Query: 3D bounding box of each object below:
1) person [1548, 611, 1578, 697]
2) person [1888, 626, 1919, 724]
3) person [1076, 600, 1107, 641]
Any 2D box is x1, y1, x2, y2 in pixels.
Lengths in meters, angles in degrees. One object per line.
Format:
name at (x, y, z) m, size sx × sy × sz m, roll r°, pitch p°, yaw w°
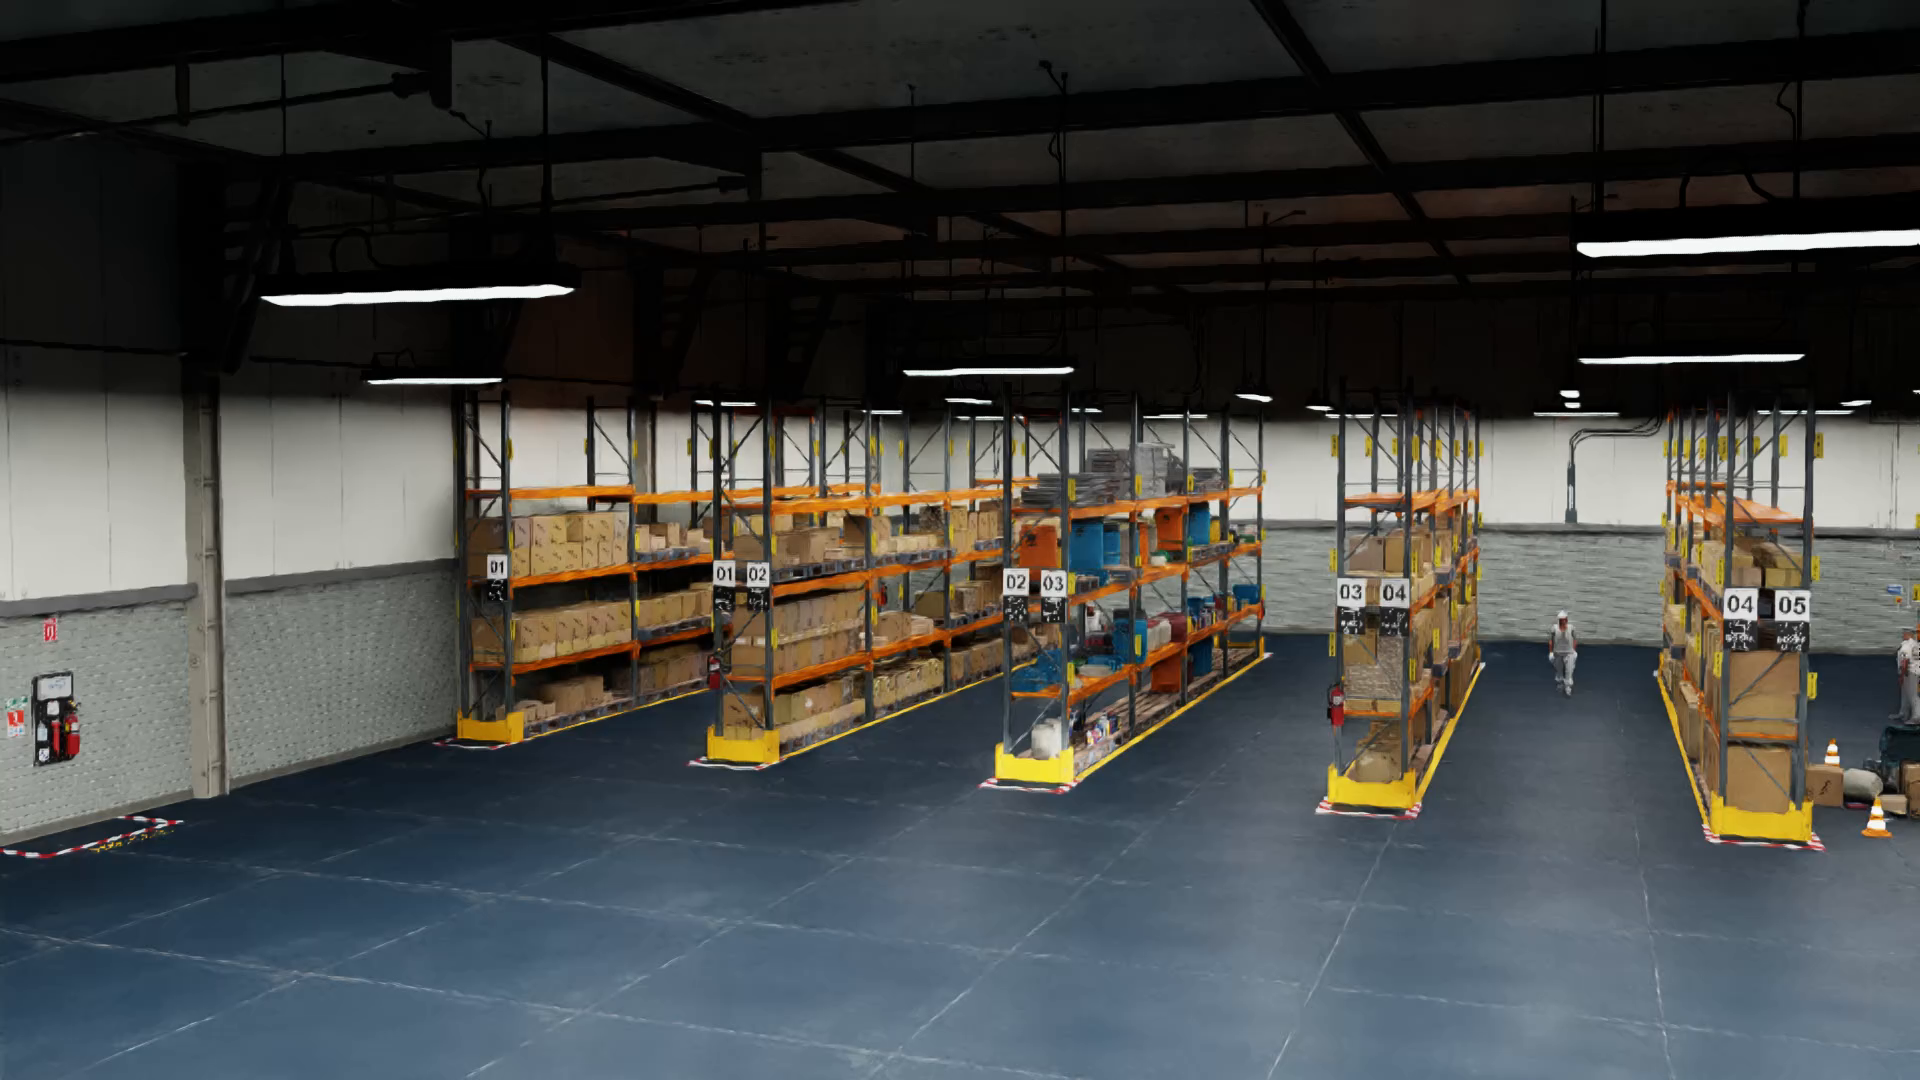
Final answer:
person at (12.191, 2.276, 33.634) m, size 0.553 × 1.707 × 1.105 m, roll 1°, pitch 3°, yaw 22°
person at (17.250, 2.443, 30.325) m, size 0.588 × 1.744 × 0.674 m, roll 3°, pitch 4°, yaw 40°
person at (2.840, 2.155, 36.118) m, size 0.689 × 1.735 × 0.549 m, roll 1°, pitch 3°, yaw 19°
